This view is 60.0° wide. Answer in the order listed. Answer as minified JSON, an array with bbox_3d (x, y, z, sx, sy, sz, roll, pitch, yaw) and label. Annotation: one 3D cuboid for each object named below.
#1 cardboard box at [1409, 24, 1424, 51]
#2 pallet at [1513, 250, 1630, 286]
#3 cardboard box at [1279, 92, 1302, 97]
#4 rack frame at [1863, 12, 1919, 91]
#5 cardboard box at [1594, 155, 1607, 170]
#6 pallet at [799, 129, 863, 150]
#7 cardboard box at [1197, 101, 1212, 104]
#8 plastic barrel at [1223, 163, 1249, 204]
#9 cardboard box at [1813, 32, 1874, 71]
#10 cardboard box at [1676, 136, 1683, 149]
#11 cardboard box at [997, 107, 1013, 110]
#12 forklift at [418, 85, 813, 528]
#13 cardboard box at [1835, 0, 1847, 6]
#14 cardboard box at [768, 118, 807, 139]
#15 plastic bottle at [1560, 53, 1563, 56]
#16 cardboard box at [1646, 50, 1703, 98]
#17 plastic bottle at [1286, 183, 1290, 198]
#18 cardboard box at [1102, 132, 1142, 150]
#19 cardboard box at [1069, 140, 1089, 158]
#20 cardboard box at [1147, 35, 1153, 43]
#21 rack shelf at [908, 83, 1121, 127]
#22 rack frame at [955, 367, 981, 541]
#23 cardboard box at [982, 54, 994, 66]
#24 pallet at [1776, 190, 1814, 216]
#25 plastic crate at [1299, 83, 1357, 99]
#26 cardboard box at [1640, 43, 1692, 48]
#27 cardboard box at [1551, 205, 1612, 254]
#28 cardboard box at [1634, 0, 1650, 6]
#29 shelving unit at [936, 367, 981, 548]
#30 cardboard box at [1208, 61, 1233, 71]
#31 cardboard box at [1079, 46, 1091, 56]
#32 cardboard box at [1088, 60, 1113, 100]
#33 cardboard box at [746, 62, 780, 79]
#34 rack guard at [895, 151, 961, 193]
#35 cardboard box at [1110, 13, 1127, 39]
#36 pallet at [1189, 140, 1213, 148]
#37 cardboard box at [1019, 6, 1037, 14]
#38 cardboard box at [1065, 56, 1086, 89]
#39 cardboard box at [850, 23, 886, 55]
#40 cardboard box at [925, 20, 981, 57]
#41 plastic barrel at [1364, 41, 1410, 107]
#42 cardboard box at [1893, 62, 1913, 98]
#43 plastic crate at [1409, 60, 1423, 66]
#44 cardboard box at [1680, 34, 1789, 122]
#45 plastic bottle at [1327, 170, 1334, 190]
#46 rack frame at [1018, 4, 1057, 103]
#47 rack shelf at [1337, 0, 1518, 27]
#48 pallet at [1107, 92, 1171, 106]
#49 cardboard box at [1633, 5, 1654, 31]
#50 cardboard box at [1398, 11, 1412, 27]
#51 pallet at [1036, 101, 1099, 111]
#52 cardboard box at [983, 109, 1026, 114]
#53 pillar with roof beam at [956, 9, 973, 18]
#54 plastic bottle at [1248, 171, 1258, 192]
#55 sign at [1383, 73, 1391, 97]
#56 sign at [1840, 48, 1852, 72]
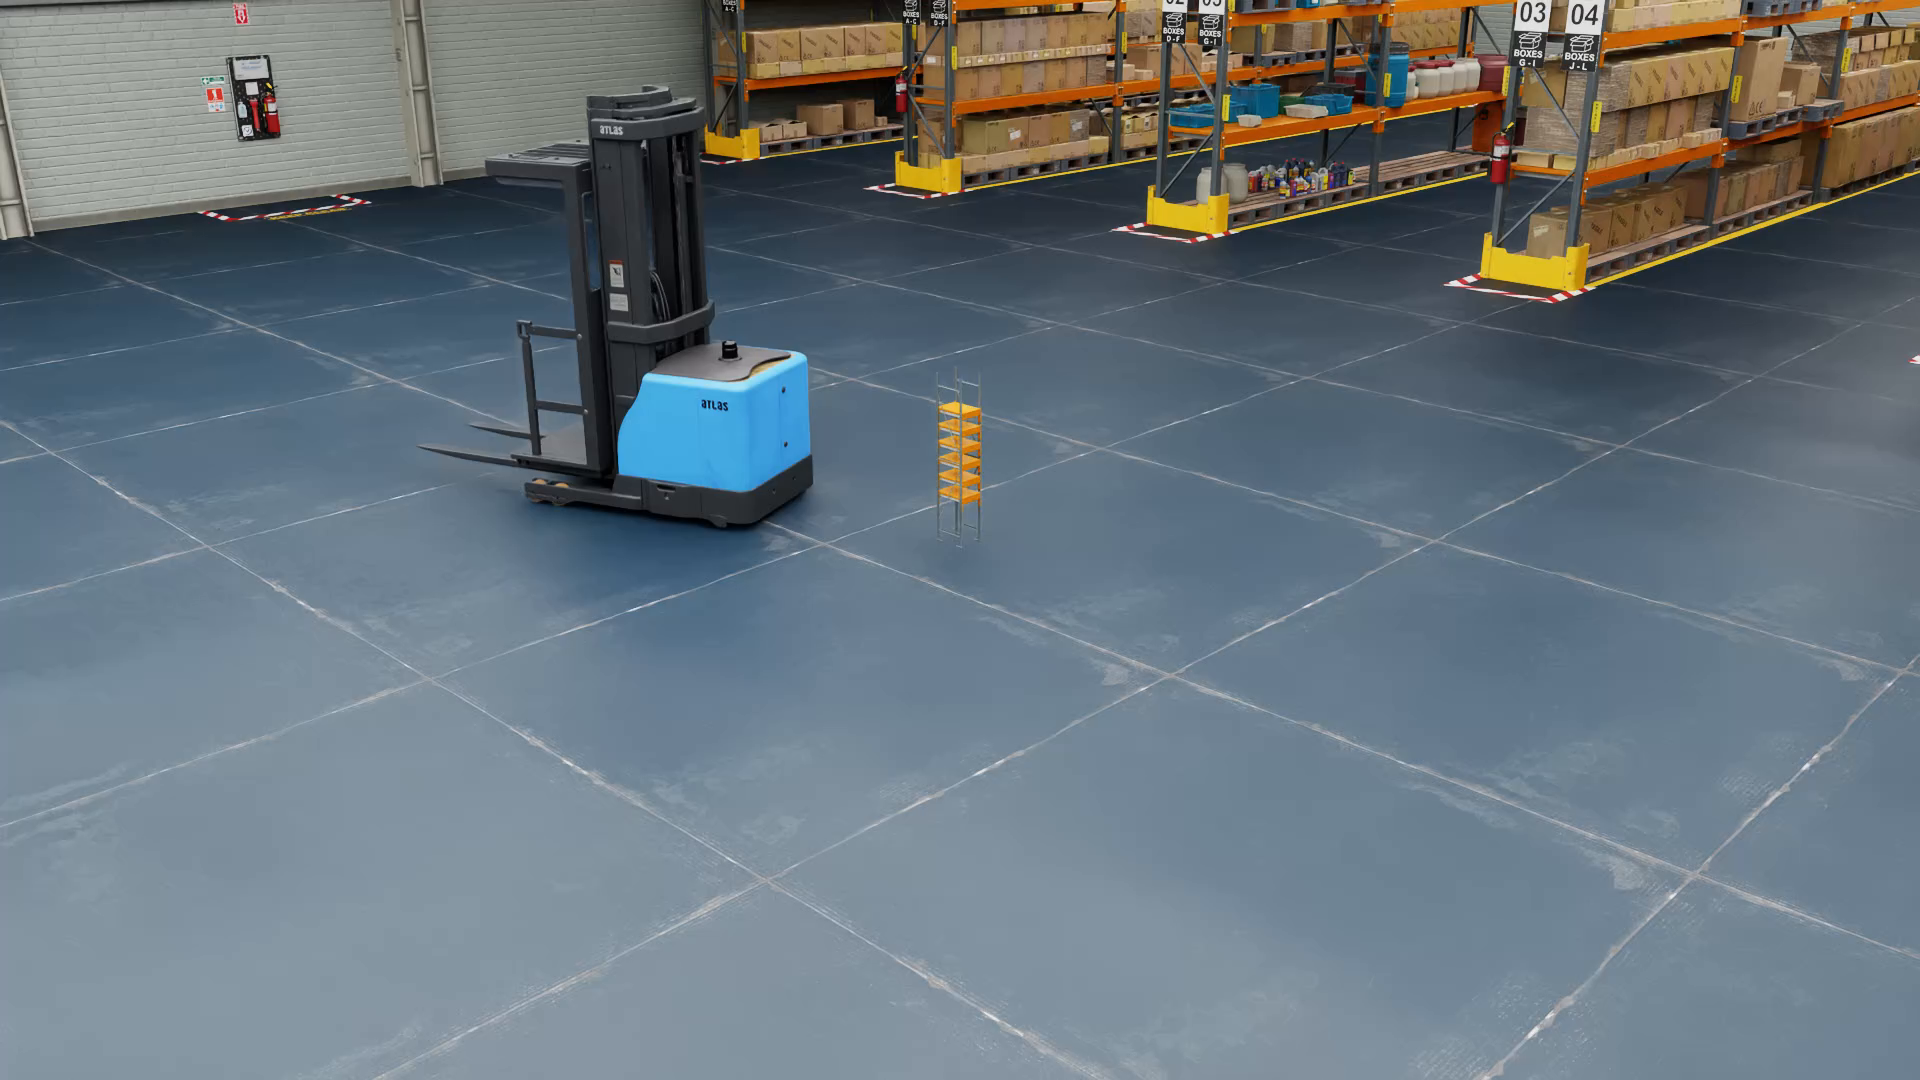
[{"bbox_3d":[9.148,-10.330,34.130,0.500,0.500,0.500,19,28,40],"label":"cardboard box"},{"bbox_3d":[7.261,-3.313,19.900,1.003,0.211,1.213,19,28,41],"label":"pallet"},{"bbox_3d":[6.339,-8.279,31.805,0.500,0.500,0.500,19,28,40],"label":"cardboard box"},{"bbox_3d":[14.987,-7.480,26.854,1.000,3.000,0.127,19,28,41],"label":"rack frame"},{"bbox_3d":[7.174,-4.351,19.063,0.380,0.149,0.250,19,28,41],"label":"cardboard box"},{"bbox_3d":[-2.535,-7.344,30.388,1.003,0.211,1.213,19,28,41],"label":"pallet"},{"bbox_3d":[4.555,-7.775,30.087,0.500,0.311,0.500,19,28,40],"label":"cardboard box"},{"bbox_3d":[3.821,-4.987,23.250,0.421,0.512,0.421,0,21,0],"label":"plastic barrel"},{"bbox_3d":[13.175,-7.317,24.893,0.637,0.503,0.797,-19,28,-41],"label":"cardboard box"},{"bbox_3d":[8.705,-4.943,20.603,0.380,0.149,0.250,19,28,41],"label":"cardboard box"},{"bbox_3d":[0.642,-8.908,33.440,0.700,0.500,0.500,19,28,41],"label":"cardboard box"},{"bbox_3d":[-2.666,-1.783,12.128,3.031,2.935,1.130,9,23,21],"label":"forklift"},{"bbox_3d":[12.041,-7.598,23.190,0.500,0.250,0.500,19,28,41],"label":"cardboard box"},{"bbox_3d":[-3.086,-7.366,29.693,0.500,0.311,0.500,-17,27,-38],"label":"cardboard box"},{"bbox_3d":[10.877,-8.677,30.132,0.061,0.283,0.133,19,28,41],"label":"plastic bottle"},{"bbox_3d":[8.592,-5.634,20.104,0.500,0.500,0.500,19,28,41],"label":"cardboard box"},{"bbox_3d":[4.628,-4.949,23.555,0.097,0.201,0.097,0,21,0],"label":"plastic bottle"},{"bbox_3d":[2.770,-6.858,28.483,0.500,0.250,0.500,18,28,39],"label":"cardboard box"},{"bbox_3d":[1.789,-6.516,27.594,0.500,0.250,0.500,19,28,41],"label":"cardboard box"},{"bbox_3d":[3.935,-10.807,35.833,0.250,0.149,0.380,-19,28,-40],"label":"cardboard box"},{"bbox_3d":[0.916,-7.054,26.748,1.077,0.370,4.000,19,28,41],"label":"rack shelf"},{"bbox_3d":[0.054,-0.580,11.411,0.240,1.200,0.006,19,28,41],"label":"rack frame"},{"bbox_3d":[0.306,-7.404,25.614,0.380,0.149,0.250,19,28,41],"label":"cardboard box"},{"bbox_3d":[11.651,-4.949,24.157,1.003,0.211,1.213,19,28,41],"label":"pallet"},{"bbox_3d":[5.401,-6.531,24.472,0.767,0.338,0.504,19,28,41],"label":"plastic crate"},{"bbox_3d":[8.910,-6.023,21.117,0.500,0.500,0.500,19,28,41],"label":"cardboard box"},{"bbox_3d":[7.456,-3.743,20.030,0.500,0.500,0.500,-12,24,-28],"label":"cardboard box"},{"bbox_3d":[7.553,-6.115,18.774,0.250,0.149,0.380,-19,28,-40],"label":"cardboard box"},{"bbox_3d":[-0.010,-0.556,11.350,0.258,1.200,0.189,19,28,41],"label":"shelving unit"},{"bbox_3d":[4.672,-8.514,29.895,0.380,0.149,0.250,19,28,41],"label":"cardboard box"},{"bbox_3d":[1.920,-7.998,27.160,0.380,0.149,0.250,18,28,39],"label":"cardboard box"},{"bbox_3d":[2.773,-9.743,35.153,0.750,0.750,0.750,19,28,40],"label":"cardboard box"},{"bbox_3d":[-3.463,-8.100,28.647,0.500,0.250,0.500,18,28,39],"label":"cardboard box"},{"bbox_3d":[-0.496,-5.702,25.714,1.175,0.500,0.348,19,28,41],"label":"rack guard"},{"bbox_3d":[3.149,-10.822,34.967,0.500,0.500,0.500,-19,28,-41],"label":"cardboard box"},{"bbox_3d":[4.500,-7.428,30.607,1.003,0.211,1.213,19,28,41],"label":"pallet"},{"bbox_3d":[1.331,-10.629,33.391,0.380,0.149,0.250,15,26,34],"label":"cardboard box"},{"bbox_3d":[1.643,-7.697,27.281,0.700,0.500,0.500,19,28,40],"label":"cardboard box"},{"bbox_3d":[-1.693,-9.103,30.213,0.500,0.500,0.500,19,28,40],"label":"cardboard box"},{"bbox_3d":[-0.107,-7.658,25.370,0.700,0.500,0.500,19,28,41],"label":"cardboard box"},{"bbox_3d":[6.344,-6.920,24.700,0.600,0.901,0.708,19,28,41],"label":"plastic barrel"},{"bbox_3d":[14.507,-7.212,26.019,0.500,0.500,0.500,-19,28,-40],"label":"cardboard box"},{"bbox_3d":[7.302,-7.382,26.511,0.402,0.464,0.583,19,28,41],"label":"plastic crate"},{"bbox_3d":[10.061,-6.068,21.761,1.000,1.000,1.000,19,28,41],"label":"cardboard box"},{"bbox_3d":[5.397,-5.261,24.254,0.133,0.283,0.061,-18,27,-39],"label":"plastic bottle"},{"bbox_3d":[1.550,-10.171,33.855,1.000,3.000,0.127,19,28,41],"label":"rack frame"},{"bbox_3d":[7.253,-8.241,25.657,1.077,0.370,4.000,19,28,41],"label":"rack shelf"},{"bbox_3d":[3.856,-9.680,36.465,1.003,0.211,1.213,19,28,41],"label":"pallet"},{"bbox_3d":[7.493,-5.918,18.820,0.500,0.250,0.500,18,28,39],"label":"cardboard box"},{"bbox_3d":[8.782,-10.657,33.587,0.500,0.500,0.500,18,28,39],"label":"cardboard box"},{"bbox_3d":[2.154,-9.053,34.833,1.003,0.211,1.213,19,28,41],"label":"pallet"},{"bbox_3d":[0.719,-6.739,27.129,0.500,0.500,0.500,19,28,41],"label":"cardboard box"},{"bbox_3d":[3.108,-11.776,29.669,9.100,9.000,0.400,19,28,41],"label":"pillar with roof beam"},{"bbox_3d":[4.230,-5.208,24.128,0.152,0.276,0.135,20,28,41],"label":"plastic bottle"},{"bbox_3d":[6.244,-6.652,24.313,0.100,0.325,0.005,19,28,41],"label":"sign"},{"bbox_3d":[12.592,-6.822,23.638,0.100,0.325,0.005,19,28,41],"label":"sign"}]
